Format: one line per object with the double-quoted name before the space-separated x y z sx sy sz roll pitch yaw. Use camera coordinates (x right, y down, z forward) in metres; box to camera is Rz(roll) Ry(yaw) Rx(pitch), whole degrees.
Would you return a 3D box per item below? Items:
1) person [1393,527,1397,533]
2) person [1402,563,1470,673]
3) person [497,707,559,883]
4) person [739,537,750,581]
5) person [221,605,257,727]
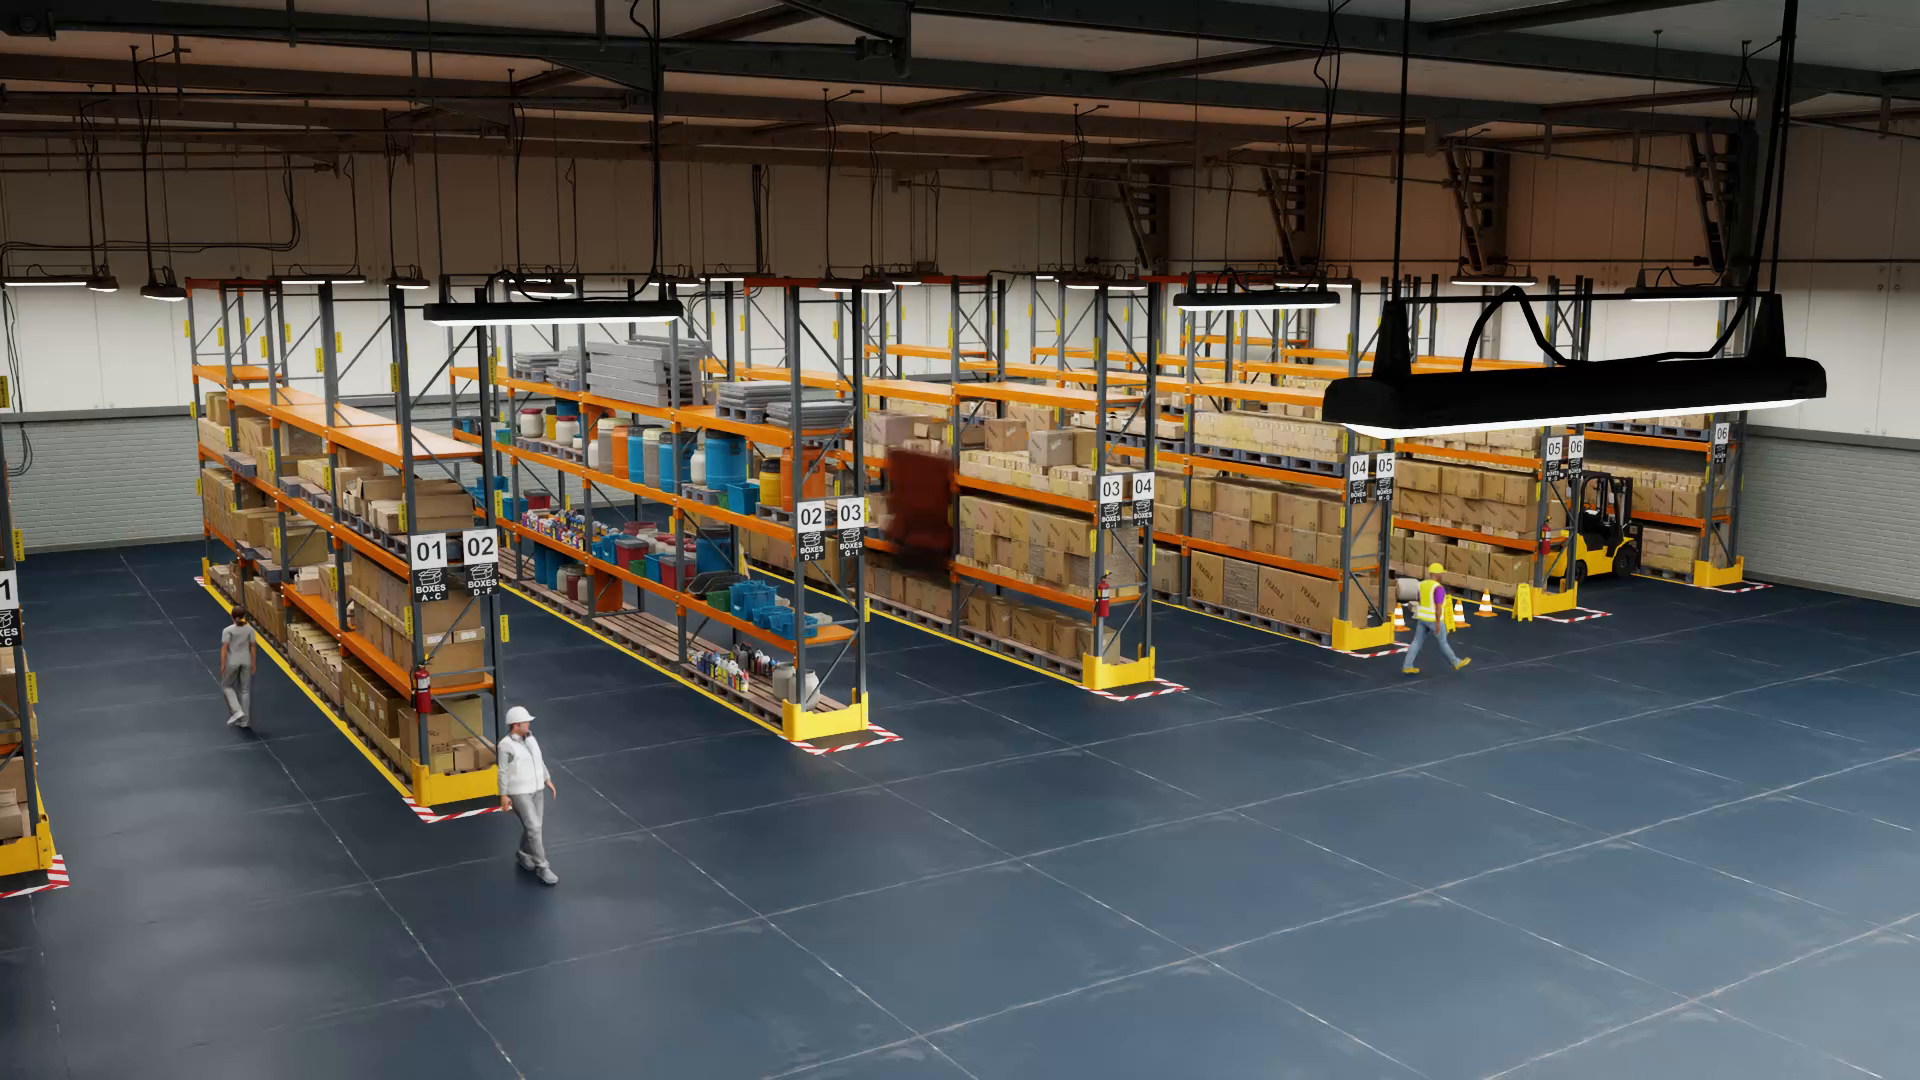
"person" 9.519 -0.570 36.581 0.376 1.598 0.439 6 11 33
"person" 7.319 1.192 25.660 1.092 1.692 0.594 -6 11 -31
"person" -4.393 2.623 17.230 0.765 1.772 0.571 5 11 26
"person" -3.762 0.587 27.710 0.530 1.612 1.010 -8 13 -41
"person" -9.825 1.724 22.690 0.486 1.670 0.464 -7 12 -35
